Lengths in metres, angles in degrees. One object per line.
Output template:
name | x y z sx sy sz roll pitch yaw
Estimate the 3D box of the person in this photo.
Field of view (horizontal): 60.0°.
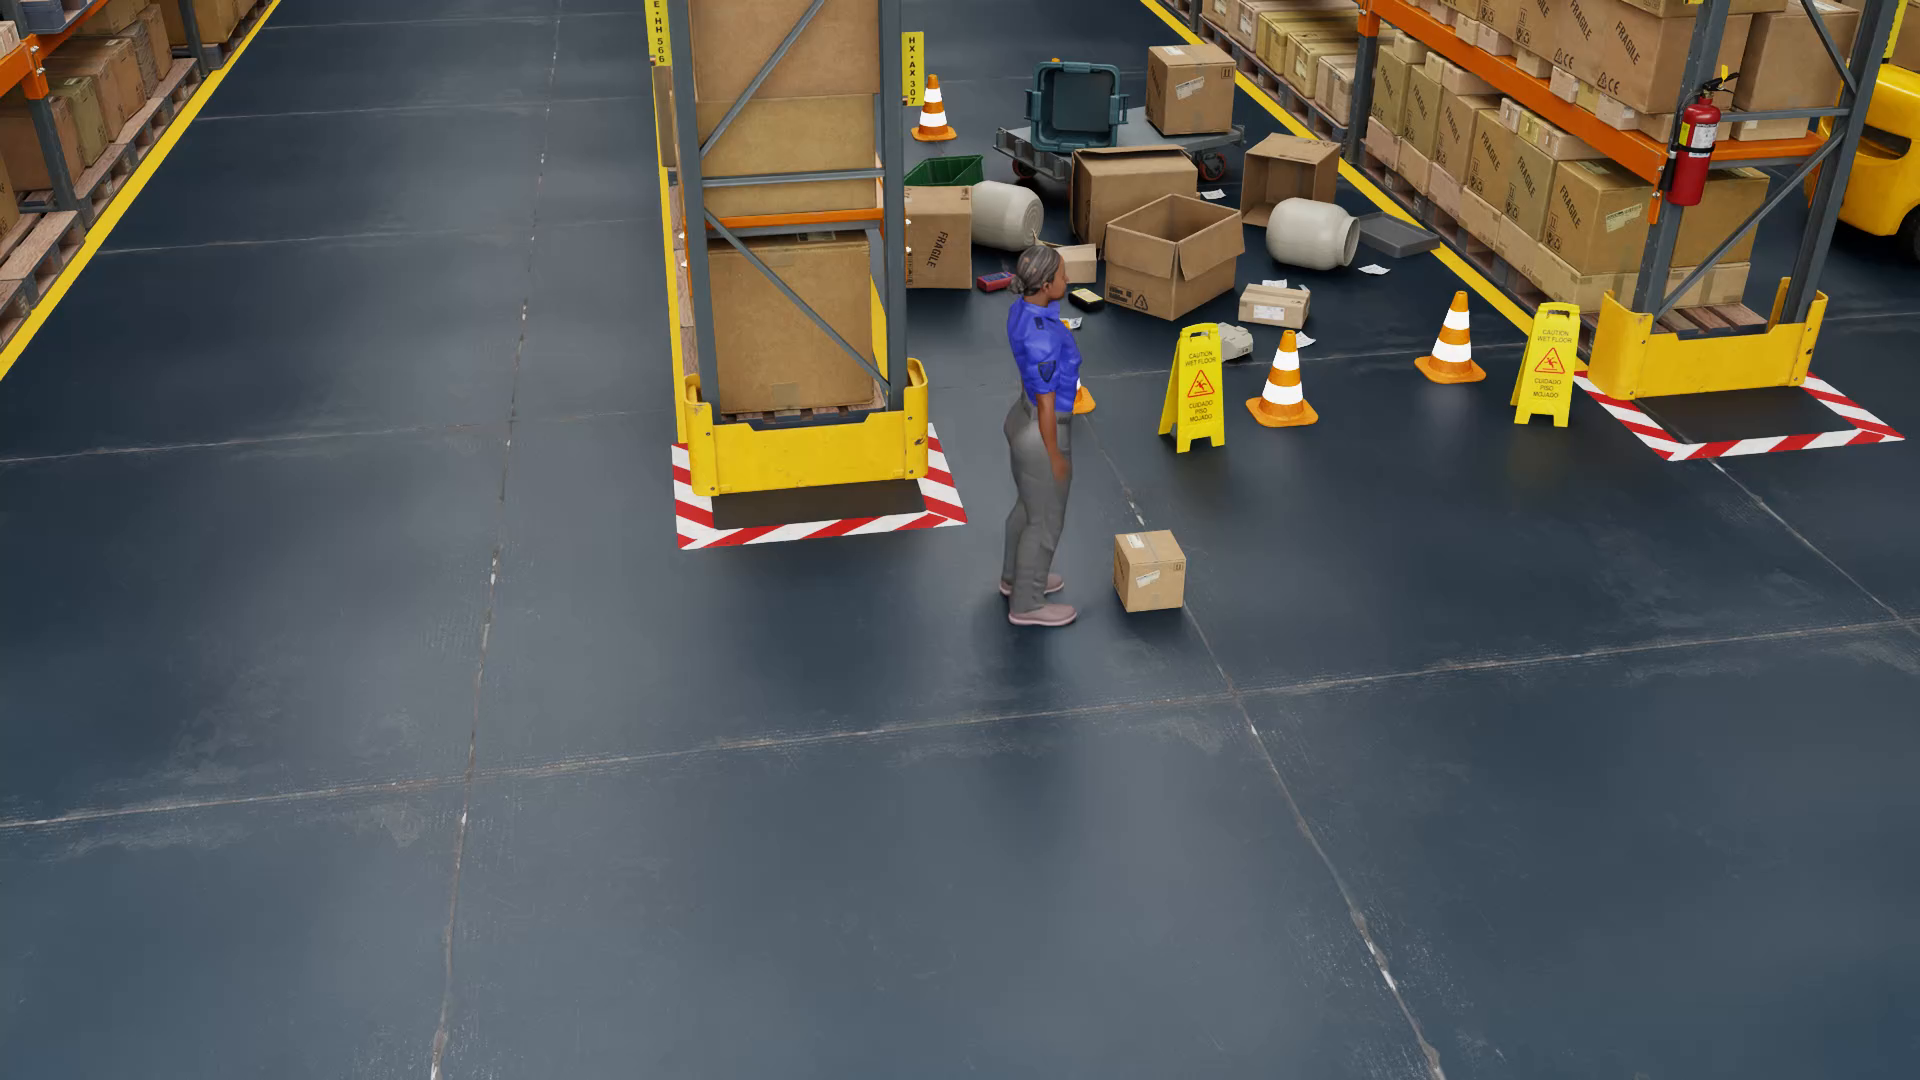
person | 0.331 -0.429 6.858 0.304 1.657 0.436 -5 31 -7
